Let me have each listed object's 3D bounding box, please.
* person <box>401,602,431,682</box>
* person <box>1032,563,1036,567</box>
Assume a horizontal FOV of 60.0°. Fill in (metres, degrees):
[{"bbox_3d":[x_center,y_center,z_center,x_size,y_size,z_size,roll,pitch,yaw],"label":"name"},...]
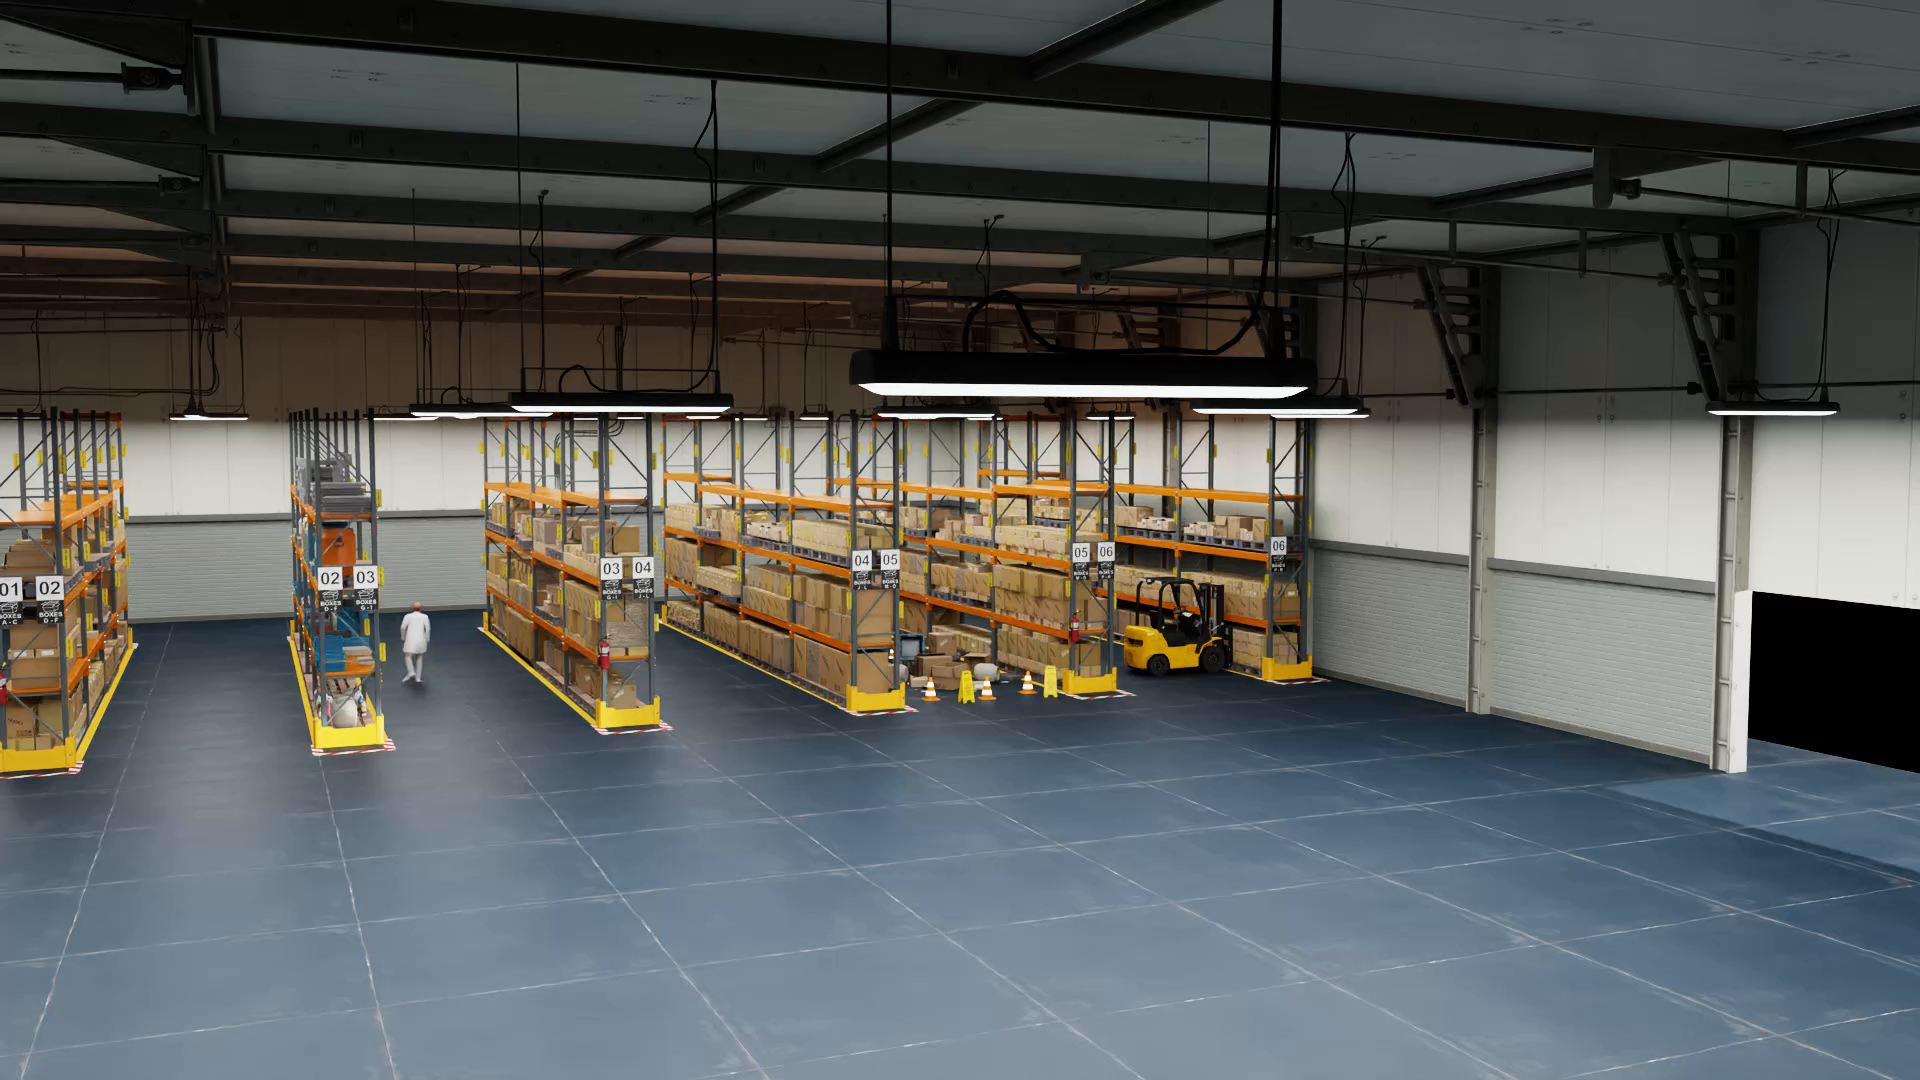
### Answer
[{"bbox_3d":[-12.029,2.274,36.784,0.631,1.752,0.703,-2,4,-21],"label":"person"},{"bbox_3d":[1.995,1.472,45.753,0.537,1.741,0.616,2,5,29],"label":"person"}]
